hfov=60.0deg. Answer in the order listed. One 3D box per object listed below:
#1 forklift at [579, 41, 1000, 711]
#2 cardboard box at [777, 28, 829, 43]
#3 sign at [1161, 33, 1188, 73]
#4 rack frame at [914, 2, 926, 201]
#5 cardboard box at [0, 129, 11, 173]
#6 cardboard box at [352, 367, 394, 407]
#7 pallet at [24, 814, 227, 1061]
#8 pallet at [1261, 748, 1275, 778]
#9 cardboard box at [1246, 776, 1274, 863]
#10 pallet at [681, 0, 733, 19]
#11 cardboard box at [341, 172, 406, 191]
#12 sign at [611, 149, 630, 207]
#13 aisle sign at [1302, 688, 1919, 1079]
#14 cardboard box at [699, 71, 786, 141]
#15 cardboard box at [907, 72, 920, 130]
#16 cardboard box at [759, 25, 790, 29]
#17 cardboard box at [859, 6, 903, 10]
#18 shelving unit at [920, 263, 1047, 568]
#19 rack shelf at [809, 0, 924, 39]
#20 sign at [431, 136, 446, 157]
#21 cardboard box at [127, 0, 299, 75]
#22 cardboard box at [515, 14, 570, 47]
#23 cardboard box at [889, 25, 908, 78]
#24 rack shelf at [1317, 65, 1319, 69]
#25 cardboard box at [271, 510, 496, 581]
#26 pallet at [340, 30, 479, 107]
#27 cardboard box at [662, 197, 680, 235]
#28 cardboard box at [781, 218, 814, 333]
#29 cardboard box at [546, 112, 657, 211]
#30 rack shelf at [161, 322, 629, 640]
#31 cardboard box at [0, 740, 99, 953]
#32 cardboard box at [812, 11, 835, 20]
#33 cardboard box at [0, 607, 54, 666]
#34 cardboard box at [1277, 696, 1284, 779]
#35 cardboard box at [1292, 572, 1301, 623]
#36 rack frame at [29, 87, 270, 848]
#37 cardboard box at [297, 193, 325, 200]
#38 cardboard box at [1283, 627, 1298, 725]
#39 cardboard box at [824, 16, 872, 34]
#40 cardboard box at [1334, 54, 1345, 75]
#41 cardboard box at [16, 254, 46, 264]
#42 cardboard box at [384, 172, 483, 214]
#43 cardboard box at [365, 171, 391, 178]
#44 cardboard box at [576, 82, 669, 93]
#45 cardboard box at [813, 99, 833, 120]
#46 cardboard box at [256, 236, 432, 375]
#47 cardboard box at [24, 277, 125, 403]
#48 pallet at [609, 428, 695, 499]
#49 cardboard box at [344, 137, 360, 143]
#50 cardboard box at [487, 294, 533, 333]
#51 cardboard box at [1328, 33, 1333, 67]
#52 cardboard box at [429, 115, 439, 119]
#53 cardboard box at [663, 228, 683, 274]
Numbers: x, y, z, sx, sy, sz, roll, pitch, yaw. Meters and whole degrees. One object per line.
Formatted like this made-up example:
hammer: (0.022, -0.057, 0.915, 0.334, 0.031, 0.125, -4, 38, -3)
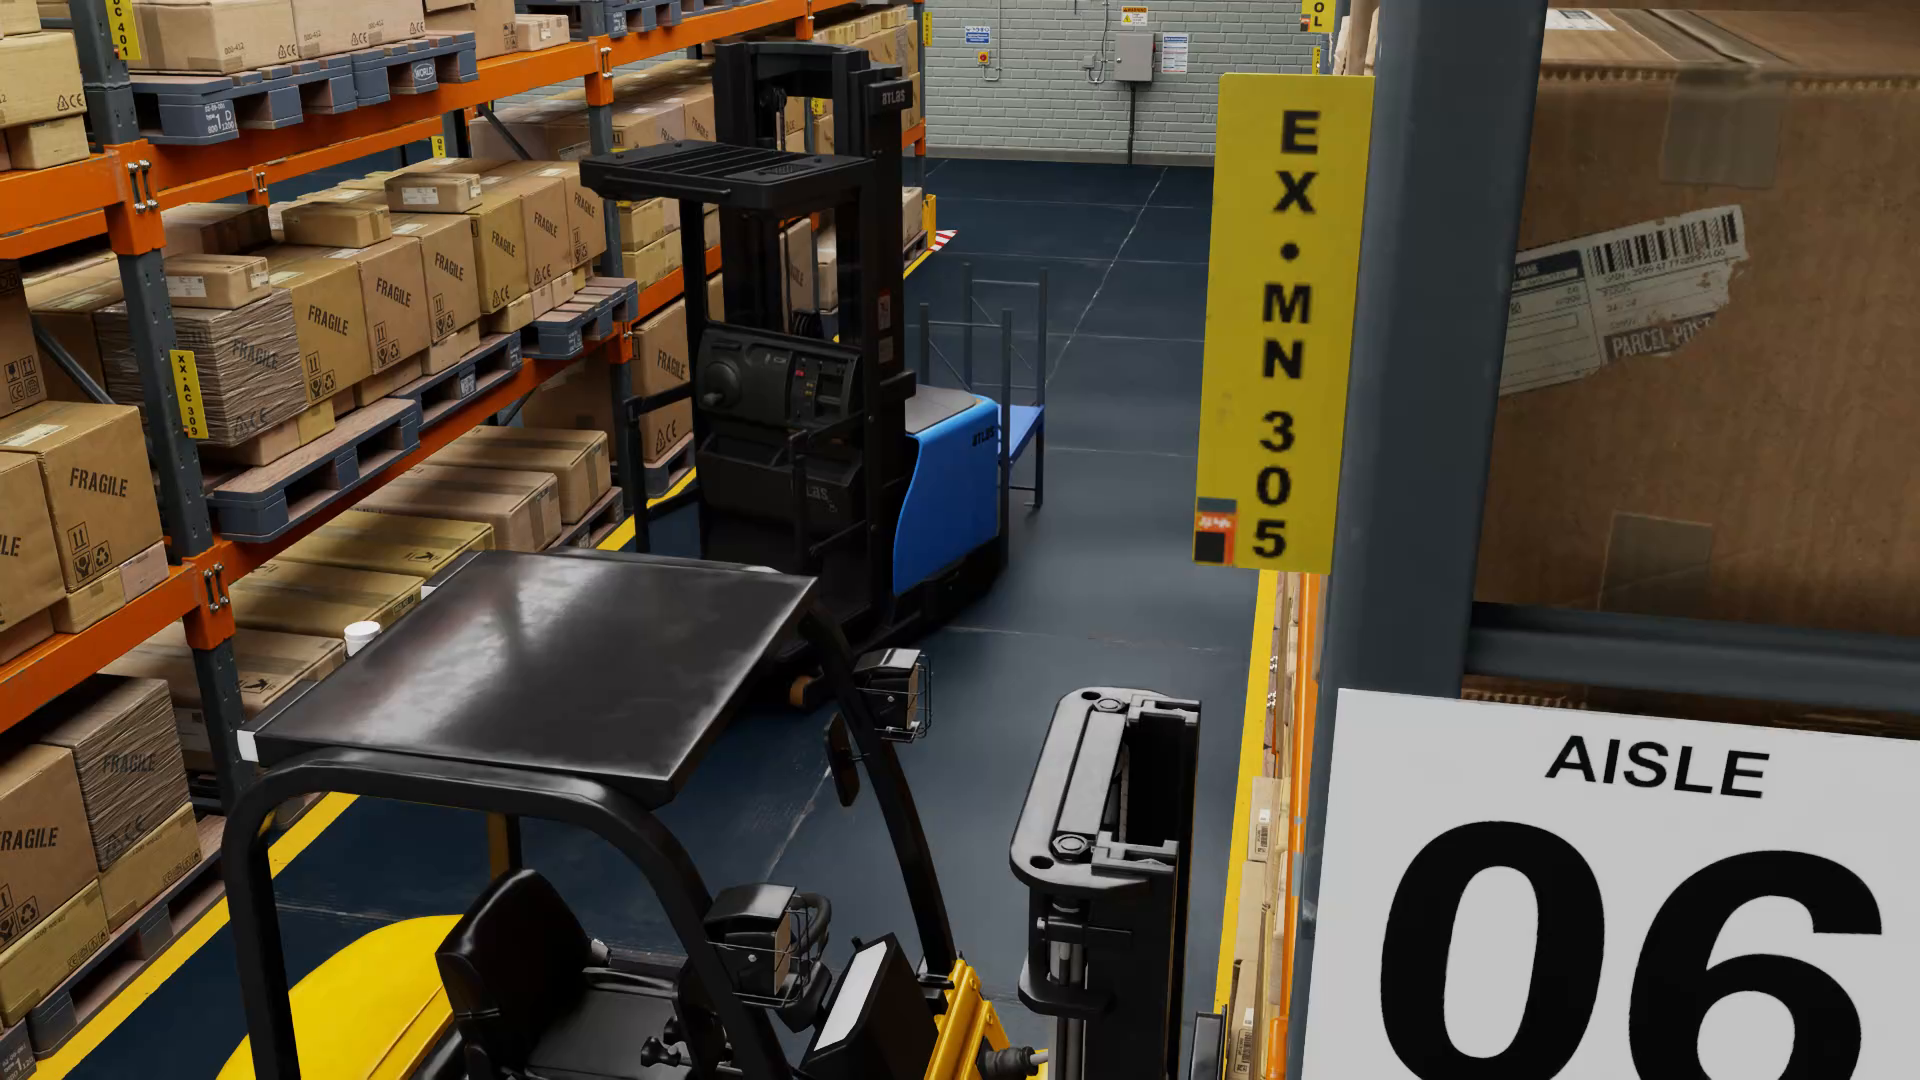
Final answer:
forklift: (-0.997, -0.753, 7.799, 1.130, 2.935, 3.031, 13, 26, 30)
cardboard box: (-1.309, -4.184, 13.886, 0.380, 0.149, 0.250, 4, 22, 10)
sign: (2.822, -6.393, 21.839, 0.329, 0.494, 0.001, 4, 22, 11)
rack frame: (-0.859, -4.548, 17.132, 1.000, 3.000, 0.127, 4, 22, 11)
cardboard box: (-3.211, -1.210, 5.164, 0.380, 0.149, 0.250, 5, 22, 12)
cardboard box: (-2.749, -0.707, 7.368, 0.380, 0.149, 0.250, 5, 22, 12)
pallet: (-3.410, 1.382, 6.139, 1.003, 0.211, 1.213, 4, 22, 11)
pallet: (1.665, 1.238, 6.496, 1.003, 0.211, 1.213, 4, 22, 11)
cardboard box: (1.147, 0.987, 5.167, 0.500, 0.250, 0.500, 4, 22, 10)
pallet: (-2.186, -3.575, 10.953, 1.003, 0.211, 1.213, 6, 23, 13)
cardboard box: (-2.909, -1.664, 8.875, 0.500, 0.500, 0.500, 6, 23, 14)
sign: (-1.958, -2.085, 9.571, 0.100, 0.325, 0.005, 4, 22, 11)
aisle sign: (0.436, 0.476, 1.177, 0.394, 0.787, 0.004, 4, 22, 11)
cardboard box: (-1.618, -3.223, 12.369, 0.500, 0.500, 0.500, 5, 22, 12)
cardboard box: (-0.698, -4.398, 16.625, 0.500, 0.500, 0.500, 5, 22, 11)
cardboard box: (-1.669, -4.306, 14.189, 0.380, 0.149, 0.250, 4, 22, 10)
cardboard box: (-0.764, -5.118, 16.206, 0.380, 0.149, 0.250, 5, 22, 12)
shelving unit: (0.149, -0.749, 9.705, 0.538, 1.500, 1.048, 5, 23, 13)
rack shelf: (-1.267, -4.875, 14.890, 1.077, 0.370, 4.000, 4, 22, 11)
sign: (-3.035, -2.201, 9.753, 0.100, 0.325, 0.005, 4, 22, 11)
cardboard box: (-2.795, -1.859, 6.079, 0.500, 0.250, 0.500, 4, 22, 9)
cardboard box: (-2.350, -2.766, 9.028, 0.380, 0.149, 0.250, 4, 22, 11)
cardboard box: (-0.802, -4.671, 15.963, 0.500, 0.500, 0.500, 5, 22, 11)
rack shelf: (1.961, -1.572, 6.689, 1.077, 0.370, 4.000, 4, 22, 11)
cardboard box: (-2.919, 0.155, 8.409, 0.950, 0.372, 0.625, 5, 23, 13)
pallet: (-2.868, -2.061, 7.192, 1.213, 0.211, 1.003, 4, 22, 11)
cardboard box: (-2.039, -2.140, 10.684, 0.500, 0.250, 0.500, 5, 22, 12)
cardboard box: (-1.723, -2.062, 13.240, 0.875, 0.875, 0.875, 5, 23, 13)
cardboard box: (-2.151, -2.294, 10.063, 0.500, 0.500, 0.500, 4, 22, 9)
rack shelf: (-2.899, -0.557, 8.185, 1.077, 0.370, 4.000, 4, 22, 11)
cardboard box: (-3.267, 0.996, 5.480, 0.500, 0.500, 0.500, 5, 22, 12)
cardboard box: (-1.389, -4.865, 15.578, 0.380, 0.149, 0.250, 5, 22, 11)
cardboard box: (-3.248, 0.279, 5.482, 0.380, 0.149, 0.250, 5, 22, 11)
cardboard box: (1.117, 0.505, 4.450, 0.500, 0.500, 0.500, 5, 22, 12)
cardboard box: (1.036, 0.109, 4.168, 0.380, 0.149, 0.250, 5, 22, 12)
rack frame: (-3.307, -0.160, 6.235, 1.000, 3.000, 0.127, 4, 22, 11)
cardboard box: (-6.414, -3.388, 16.710, 0.380, 0.149, 0.250, 5, 22, 12)
cardboard box: (0.975, 0.339, 3.994, 0.380, 0.149, 0.250, 4, 22, 10)
cardboard box: (-1.014, -4.647, 15.037, 0.380, 0.149, 0.250, 5, 23, 13)
cardboard box: (0.953, -0.833, 3.376, 0.396, 0.266, 0.258, 4, 22, 10)
cardboard box: (-7.263, -1.986, 12.551, 0.500, 0.250, 0.500, 5, 22, 12)
cardboard box: (-2.549, -1.683, 8.054, 0.380, 0.149, 0.250, 3, 22, 8)
cardboard box: (-6.165, -3.871, 17.908, 0.380, 0.149, 0.250, 3, 22, 8)
cardboard box: (-2.327, -2.896, 11.556, 0.500, 0.500, 0.500, 4, 22, 10)
cardboard box: (-1.340, -3.751, 13.680, 0.500, 0.500, 0.500, 5, 22, 11)
cardboard box: (-2.715, -1.051, 7.355, 0.500, 0.500, 0.500, 4, 22, 11)
cardboard box: (-3.438, -0.725, 6.545, 0.500, 0.500, 0.500, 4, 22, 10)
pallet: (-2.256, -0.612, 11.090, 1.003, 0.211, 1.213, 4, 22, 11)
cardboard box: (-5.942, -3.873, 15.792, 0.380, 0.149, 0.250, 5, 23, 13)
cardboard box: (-2.421, -1.171, 8.519, 0.380, 0.149, 0.250, 5, 22, 12)
cardboard box: (1.462, -1.657, 5.361, 0.500, 0.311, 0.500, 4, 22, 9)
cardboard box: (-5.639, -4.450, 17.225, 0.380, 0.149, 0.250, 4, 22, 10)
cardboard box: (-2.057, -1.902, 10.761, 0.500, 0.250, 0.500, 4, 22, 9)
